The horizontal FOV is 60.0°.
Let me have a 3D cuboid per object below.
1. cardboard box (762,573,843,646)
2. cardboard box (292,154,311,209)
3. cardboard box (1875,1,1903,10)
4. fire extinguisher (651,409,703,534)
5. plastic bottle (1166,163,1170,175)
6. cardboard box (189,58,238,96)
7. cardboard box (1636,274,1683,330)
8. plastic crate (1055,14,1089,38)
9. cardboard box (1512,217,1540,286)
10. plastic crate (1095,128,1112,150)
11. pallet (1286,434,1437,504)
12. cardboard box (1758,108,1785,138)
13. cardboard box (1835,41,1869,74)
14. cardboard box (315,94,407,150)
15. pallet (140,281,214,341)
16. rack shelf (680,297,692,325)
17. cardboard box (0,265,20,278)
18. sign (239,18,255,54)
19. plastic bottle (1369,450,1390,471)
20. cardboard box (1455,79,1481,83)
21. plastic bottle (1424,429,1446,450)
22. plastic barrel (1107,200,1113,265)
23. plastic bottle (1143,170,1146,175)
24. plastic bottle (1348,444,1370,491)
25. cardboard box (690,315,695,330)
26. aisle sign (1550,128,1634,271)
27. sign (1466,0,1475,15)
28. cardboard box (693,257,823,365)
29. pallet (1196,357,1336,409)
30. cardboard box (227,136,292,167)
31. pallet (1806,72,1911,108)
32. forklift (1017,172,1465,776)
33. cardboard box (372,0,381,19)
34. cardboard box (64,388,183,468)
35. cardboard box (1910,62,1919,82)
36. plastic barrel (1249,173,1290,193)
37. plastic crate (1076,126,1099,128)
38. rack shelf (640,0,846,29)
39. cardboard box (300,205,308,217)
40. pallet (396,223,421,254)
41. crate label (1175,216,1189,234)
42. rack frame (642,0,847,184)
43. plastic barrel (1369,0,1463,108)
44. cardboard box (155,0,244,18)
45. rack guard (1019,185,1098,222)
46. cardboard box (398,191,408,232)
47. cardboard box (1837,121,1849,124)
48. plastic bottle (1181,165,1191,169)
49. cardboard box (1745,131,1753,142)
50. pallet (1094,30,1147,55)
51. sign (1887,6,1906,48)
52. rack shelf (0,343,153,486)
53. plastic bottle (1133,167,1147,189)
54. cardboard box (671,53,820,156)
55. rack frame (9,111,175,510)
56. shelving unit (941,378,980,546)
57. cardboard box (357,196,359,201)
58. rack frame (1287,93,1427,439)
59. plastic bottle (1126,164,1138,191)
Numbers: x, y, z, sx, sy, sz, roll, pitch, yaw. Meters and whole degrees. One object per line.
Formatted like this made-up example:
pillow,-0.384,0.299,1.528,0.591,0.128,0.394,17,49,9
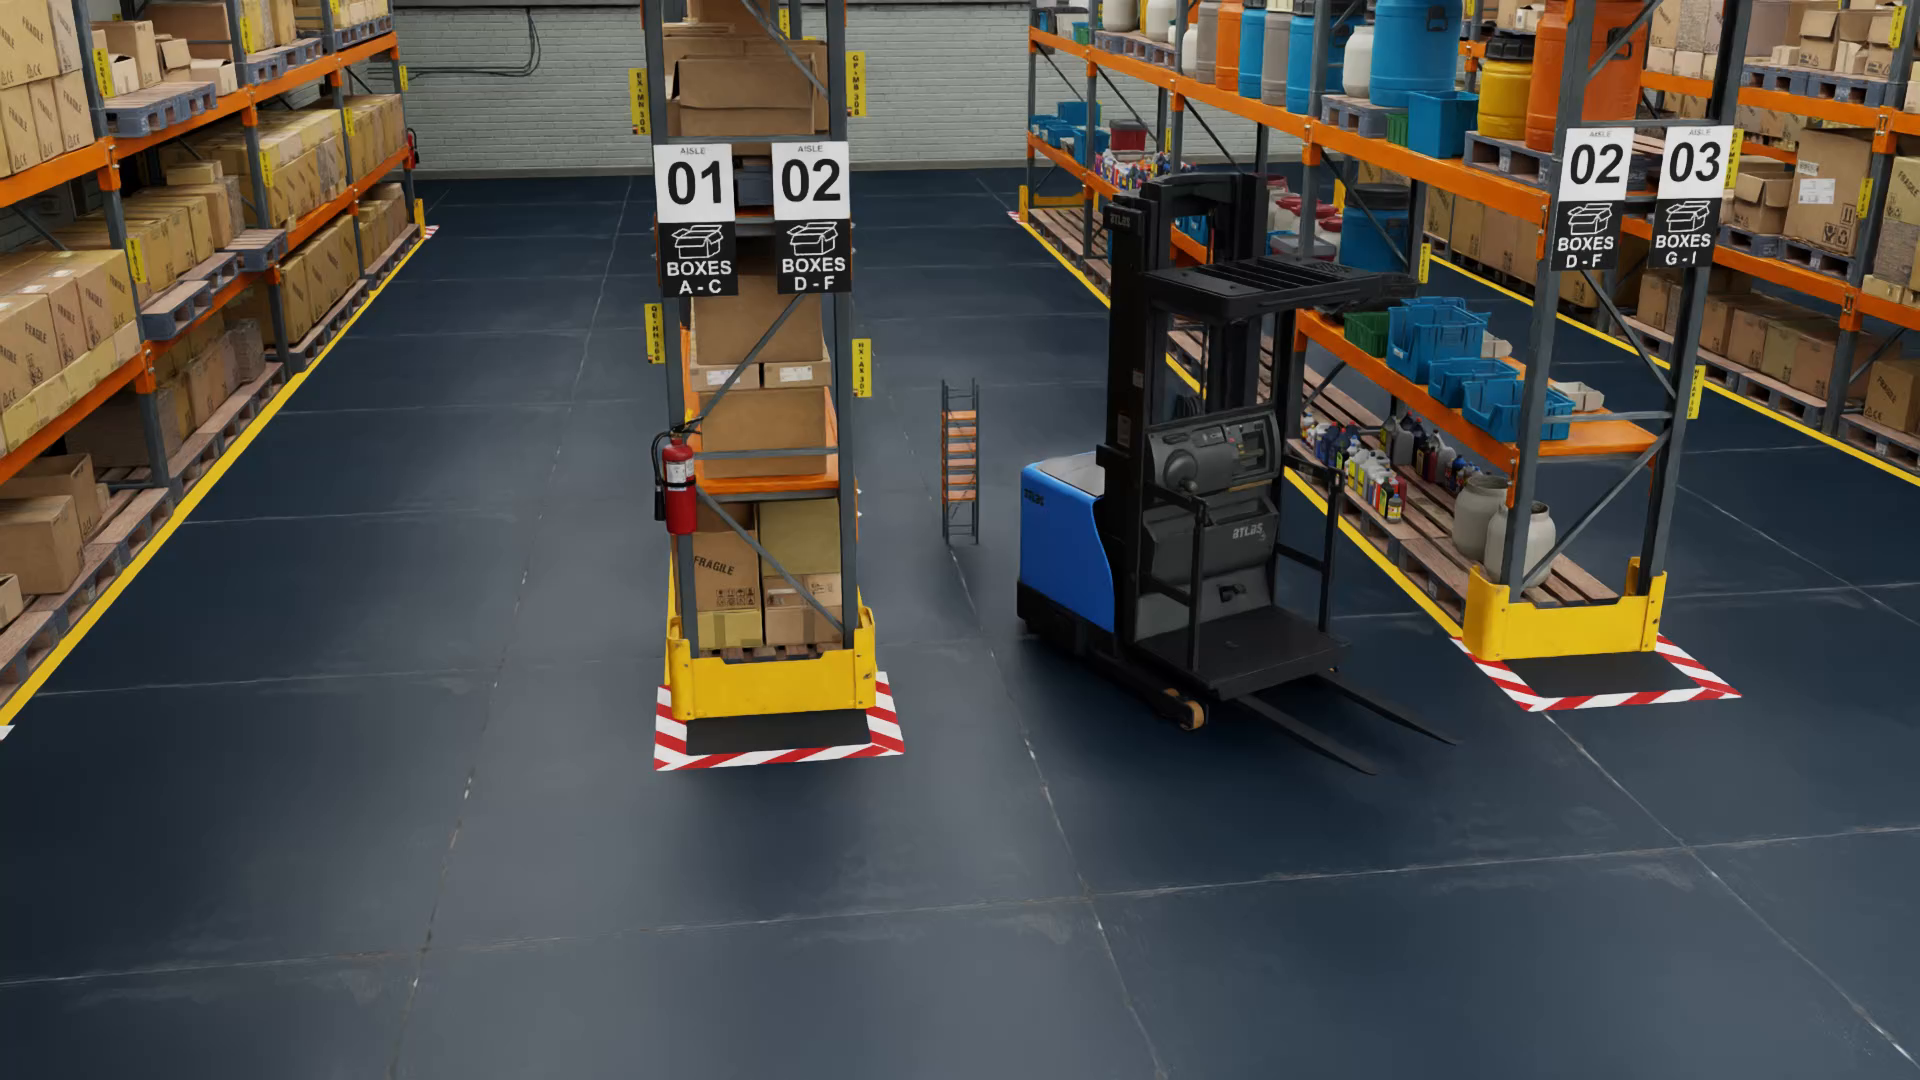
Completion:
cardboard box,-0.944,0.422,10.130,0.500,0.250,0.500,-3,21,-8
cardboard box,-7.095,-3.722,17.298,0.500,0.500,0.500,-3,21,-8
cardboard box,11.829,-6.586,20.803,0.500,0.311,0.500,-3,21,-9
fire extinguisher,-1.529,-0.372,9.037,0.296,0.674,0.183,-3,21,-8
plastic bottle,2.486,-4.335,19.721,0.097,0.271,0.097,0,20,0
cardboard box,-6.770,-4.129,14.795,0.500,0.311,0.500,-3,21,-8
cardboard box,7.680,-2.545,17.688,0.700,0.500,0.500,-4,21,-11
plastic crate,1.523,-6.828,22.093,0.437,0.282,0.530,-3,21,-8
cardboard box,7.364,-3.492,19.714,1.225,0.875,0.875,-3,21,-8
plastic crate,2.048,-5.387,22.436,0.437,0.282,0.530,-3,21,-8
pallet,3.294,-0.565,13.429,1.003,0.211,1.213,-3,21,-8
cardboard box,11.486,-5.861,23.052,0.500,0.500,0.500,-3,21,-9
cardboard box,7.905,-4.216,14.521,0.396,0.266,0.258,-2,21,-6
cardboard box,-8.211,-5.726,22.831,0.980,0.700,0.700,-2,21,-5
pallet,-6.531,-1.789,12.993,1.003,0.211,1.213,-3,21,-8
rack shelf,-1.952,-2.213,14.883,1.077,0.370,4.000,-3,21,-8
cardboard box,-6.633,-1.545,11.179,0.500,0.500,0.500,-3,21,-8
sign,-6.604,-4.666,15.395,0.100,0.325,0.005,-3,21,-8
plastic bottle,3.176,-0.540,12.638,0.152,0.276,0.135,-3,21,-8
cardboard box,7.028,-6.076,22.915,0.500,0.500,0.500,-4,21,-9
plastic bottle,3.691,-0.685,12.920,0.144,0.351,0.185,-3,21,-8
plastic barrel,2.147,-3.901,20.772,0.600,0.901,0.708,-3,21,-8
plastic bottle,2.102,-4.134,19.181,0.097,0.271,0.097,0,20,0
plastic bottle,3.033,-0.559,12.582,0.144,0.351,0.185,-3,21,-8
cardboard box,-1.479,-1.304,10.349,0.380,0.149,0.250,-2,21,-6
aisle sign,3.532,-1.899,9.299,0.394,0.787,0.004,-3,21,-8
sign,6.438,-6.782,20.948,0.100,0.325,0.005,-3,21,-8
cardboard box,-1.149,-1.308,9.434,0.700,0.500,0.500,-3,21,-8
pallet,2.908,-1.493,15.913,1.003,0.211,1.213,-3,21,-8
cardboard box,-7.030,-3.895,16.689,0.500,0.250,0.500,-3,21,-9
pallet,8.156,-3.893,14.332,1.213,0.211,1.003,-3,21,-8
forklift,1.571,-0.489,9.336,1.130,2.935,3.031,-12,24,-30
cardboard box,-7.850,-6.920,21.640,0.500,0.250,0.500,-4,21,-10
cardboard box,-6.687,-0.896,13.271,0.700,0.500,0.500,-2,21,-6
cardboard box,7.882,-3.750,13.326,0.380,0.149,0.250,-4,21,-9
plastic barrel,3.029,-3.410,16.864,0.600,0.536,0.708,-3,21,-8
plastic crate,1.806,-5.893,23.997,0.396,0.136,0.243,-3,21,-8
rack shelf,-1.375,-3.451,10.196,1.077,0.370,4.000,-3,21,-8
cardboard box,-7.192,-3.540,17.736,0.380,0.149,0.250,-3,21,-7
pallet,-8.102,-4.182,23.112,1.003,0.211,1.213,-3,21,-8
crate label,2.352,-3.248,16.865,0.303,0.233,0.416,-3,21,-8
rack frame,-1.087,-3.283,8.146,1.000,3.000,0.127,-3,21,-8
plastic barrel,3.276,-3.593,11.946,0.600,0.901,0.708,-3,21,-8
cardboard box,-7.397,-4.996,16.246,0.700,0.500,0.500,-4,21,-11
rack guard,1.493,-5.098,25.151,1.175,0.500,0.348,-3,21,-8
cardboard box,-8.095,-4.550,23.084,0.700,0.500,0.500,-3,21,-8
cardboard box,11.557,-5.443,21.411,0.380,0.149,0.250,-2,21,-6
plastic bottle,2.640,-4.270,19.539,0.152,0.276,0.135,-3,21,-8
cardboard box,11.447,-5.764,23.720,0.380,0.149,0.250,-3,21,-9
pallet,2.295,-5.927,19.780,1.213,0.211,1.003,-3,21,-8
sign,7.591,-4.159,13.475,0.100,0.325,0.005,-3,21,-8
rack shelf,-6.277,-0.577,10.503,1.077,0.370,4.000,-3,21,-8
plastic bottle,2.035,-4.040,18.816,0.144,0.351,0.185,-3,21,-8
cardboard box,-1.166,-2.388,9.088,0.797,0.503,0.637,-1,21,-4
rack frame,-6.565,-1.607,12.231,1.000,3.000,0.127,-3,21,-8
shelving unit,0.002,-0.557,11.993,0.258,1.200,0.189,-3,21,-8
cardboard box,-8.126,-4.448,21.884,0.380,0.149,0.250,-3,21,-7
rack frame,3.239,-2.106,13.569,1.000,3.000,0.127,-3,21,-8
plastic bottle,1.989,-4.150,19.111,0.144,0.351,0.185,-3,21,-8
